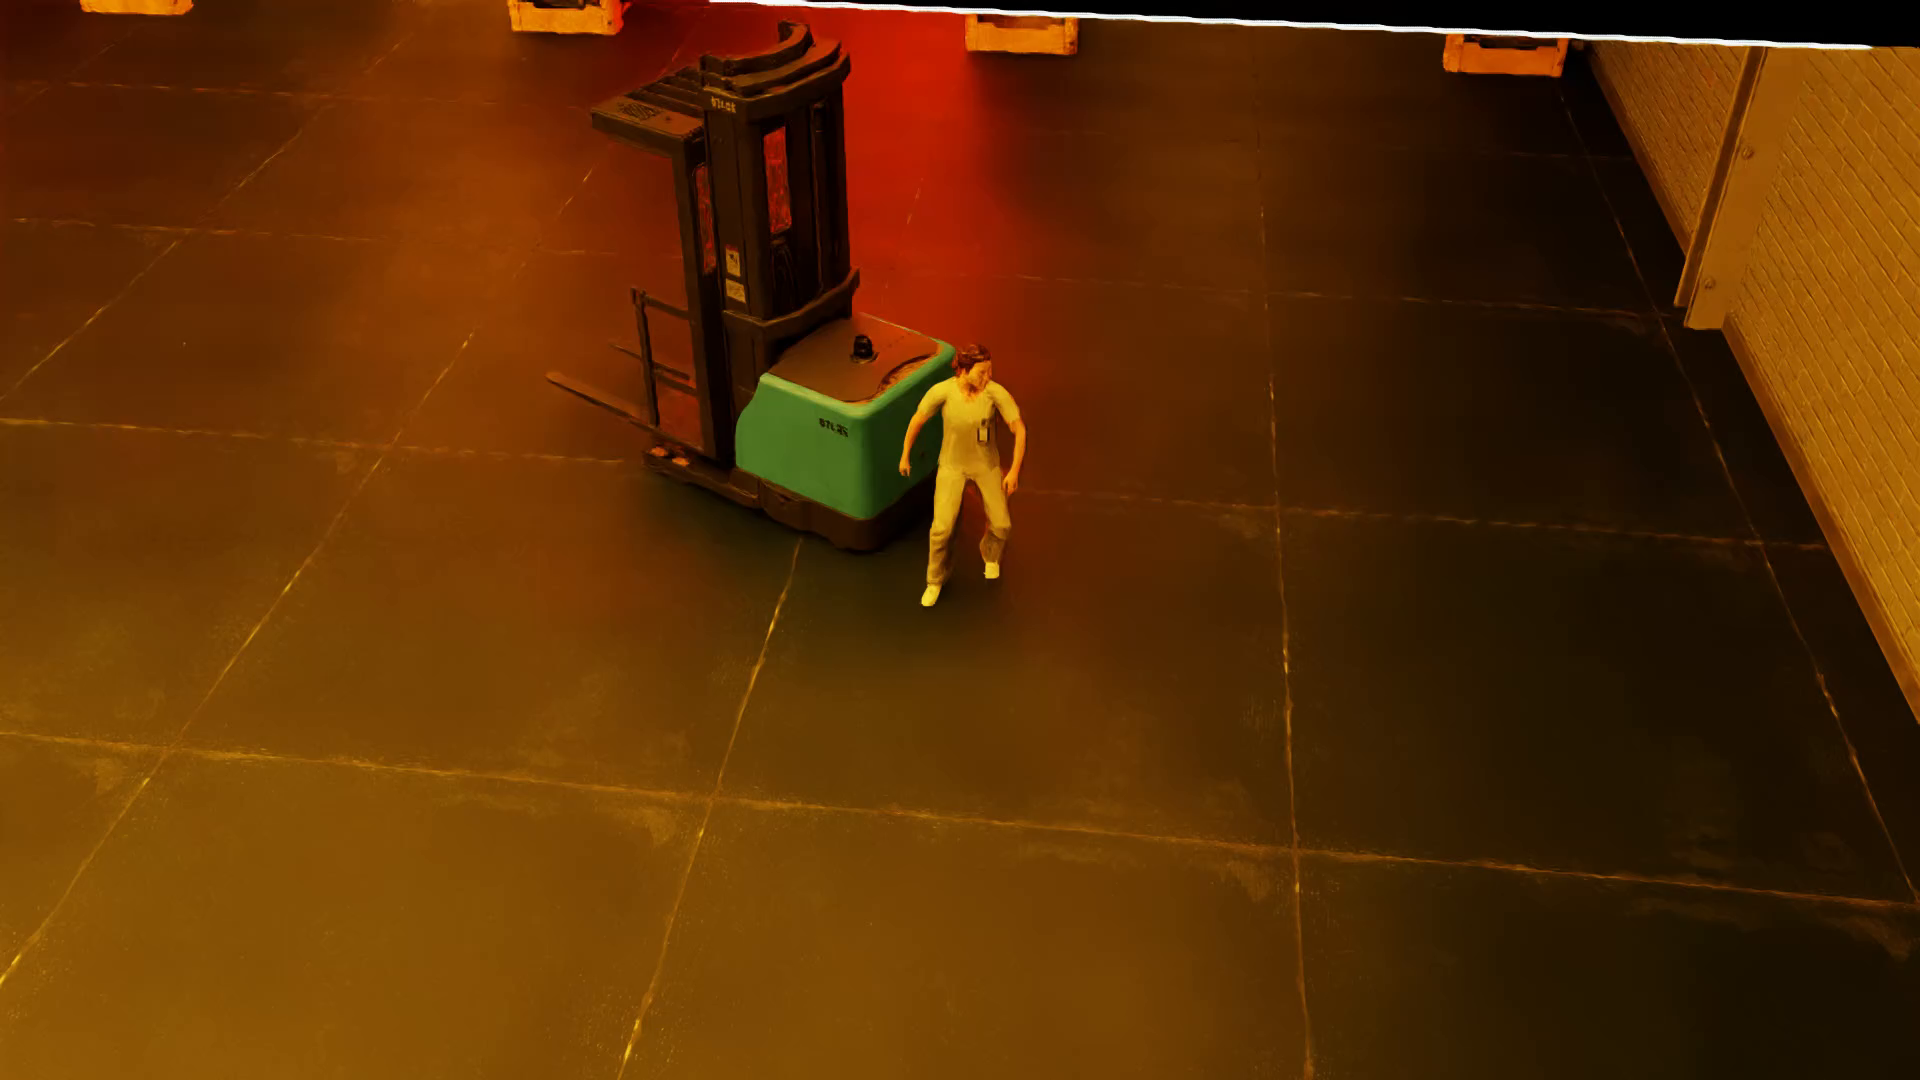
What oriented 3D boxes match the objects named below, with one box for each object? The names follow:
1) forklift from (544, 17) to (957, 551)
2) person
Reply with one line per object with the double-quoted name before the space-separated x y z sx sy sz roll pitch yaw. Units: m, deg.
"forklift" -1.499 -1.801 10.473 3.031 2.935 1.130 23 42 28
"person" 0.014 -0.394 9.719 0.738 1.604 0.552 -2 36 -2
